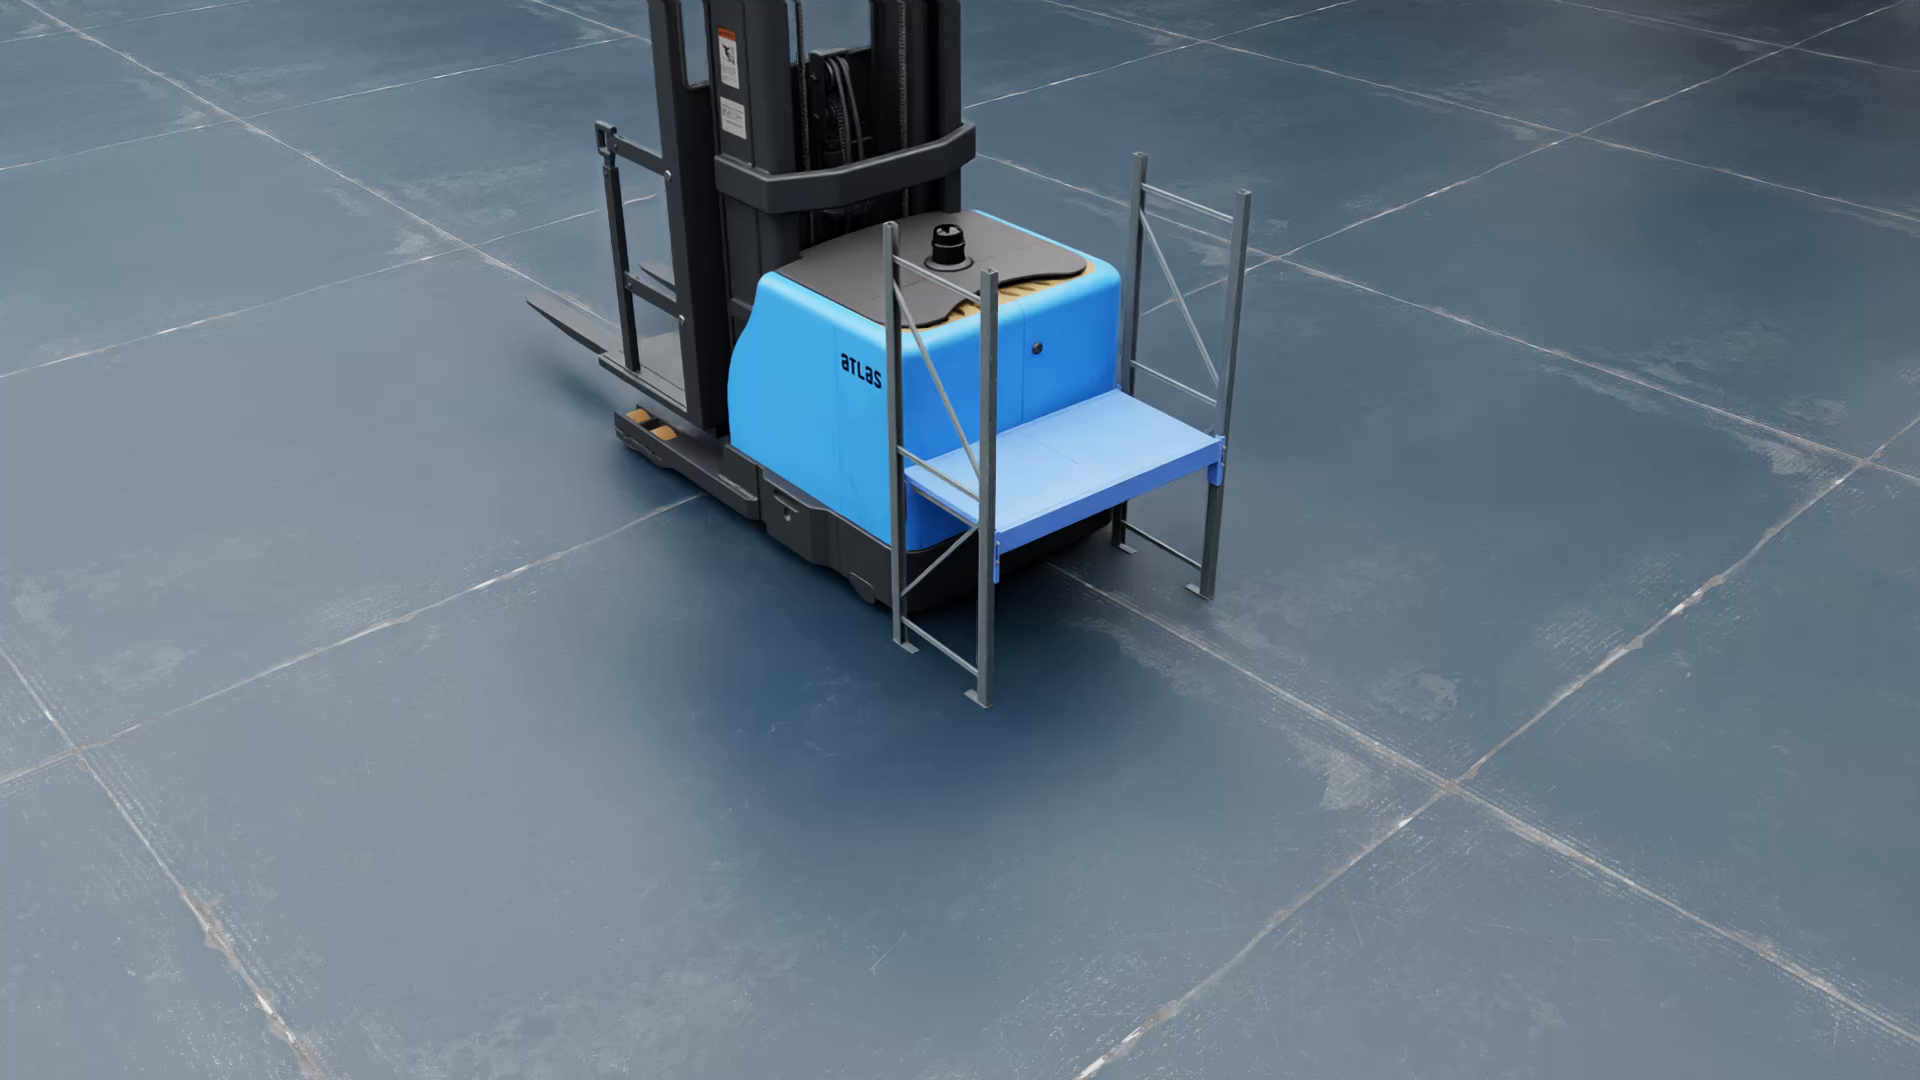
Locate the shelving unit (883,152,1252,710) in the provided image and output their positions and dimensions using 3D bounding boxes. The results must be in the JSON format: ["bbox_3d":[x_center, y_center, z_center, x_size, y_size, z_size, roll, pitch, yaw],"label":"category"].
[{"bbox_3d":[0.336,-0.363,5.406,1.048,1.500,0.538,-23,38,-32],"label":"shelving unit"}]

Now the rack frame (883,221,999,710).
[{"bbox_3d":[-0.061,-0.198,5.136,0.032,1.500,0.500,-23,38,-32],"label":"rack frame"}]

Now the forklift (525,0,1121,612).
[{"bbox_3d":[-0.766,-1.696,6.214,1.130,2.935,3.031,-24,39,-34],"label":"forklift"}]

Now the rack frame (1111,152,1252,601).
[{"bbox_3d":[0.733,-0.529,5.677,0.032,1.500,0.500,-23,38,-32],"label":"rack frame"}]

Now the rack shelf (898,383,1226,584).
[{"bbox_3d":[0.336,-0.210,5.500,1.000,0.185,0.538,-23,38,-32],"label":"rack shelf"}]
